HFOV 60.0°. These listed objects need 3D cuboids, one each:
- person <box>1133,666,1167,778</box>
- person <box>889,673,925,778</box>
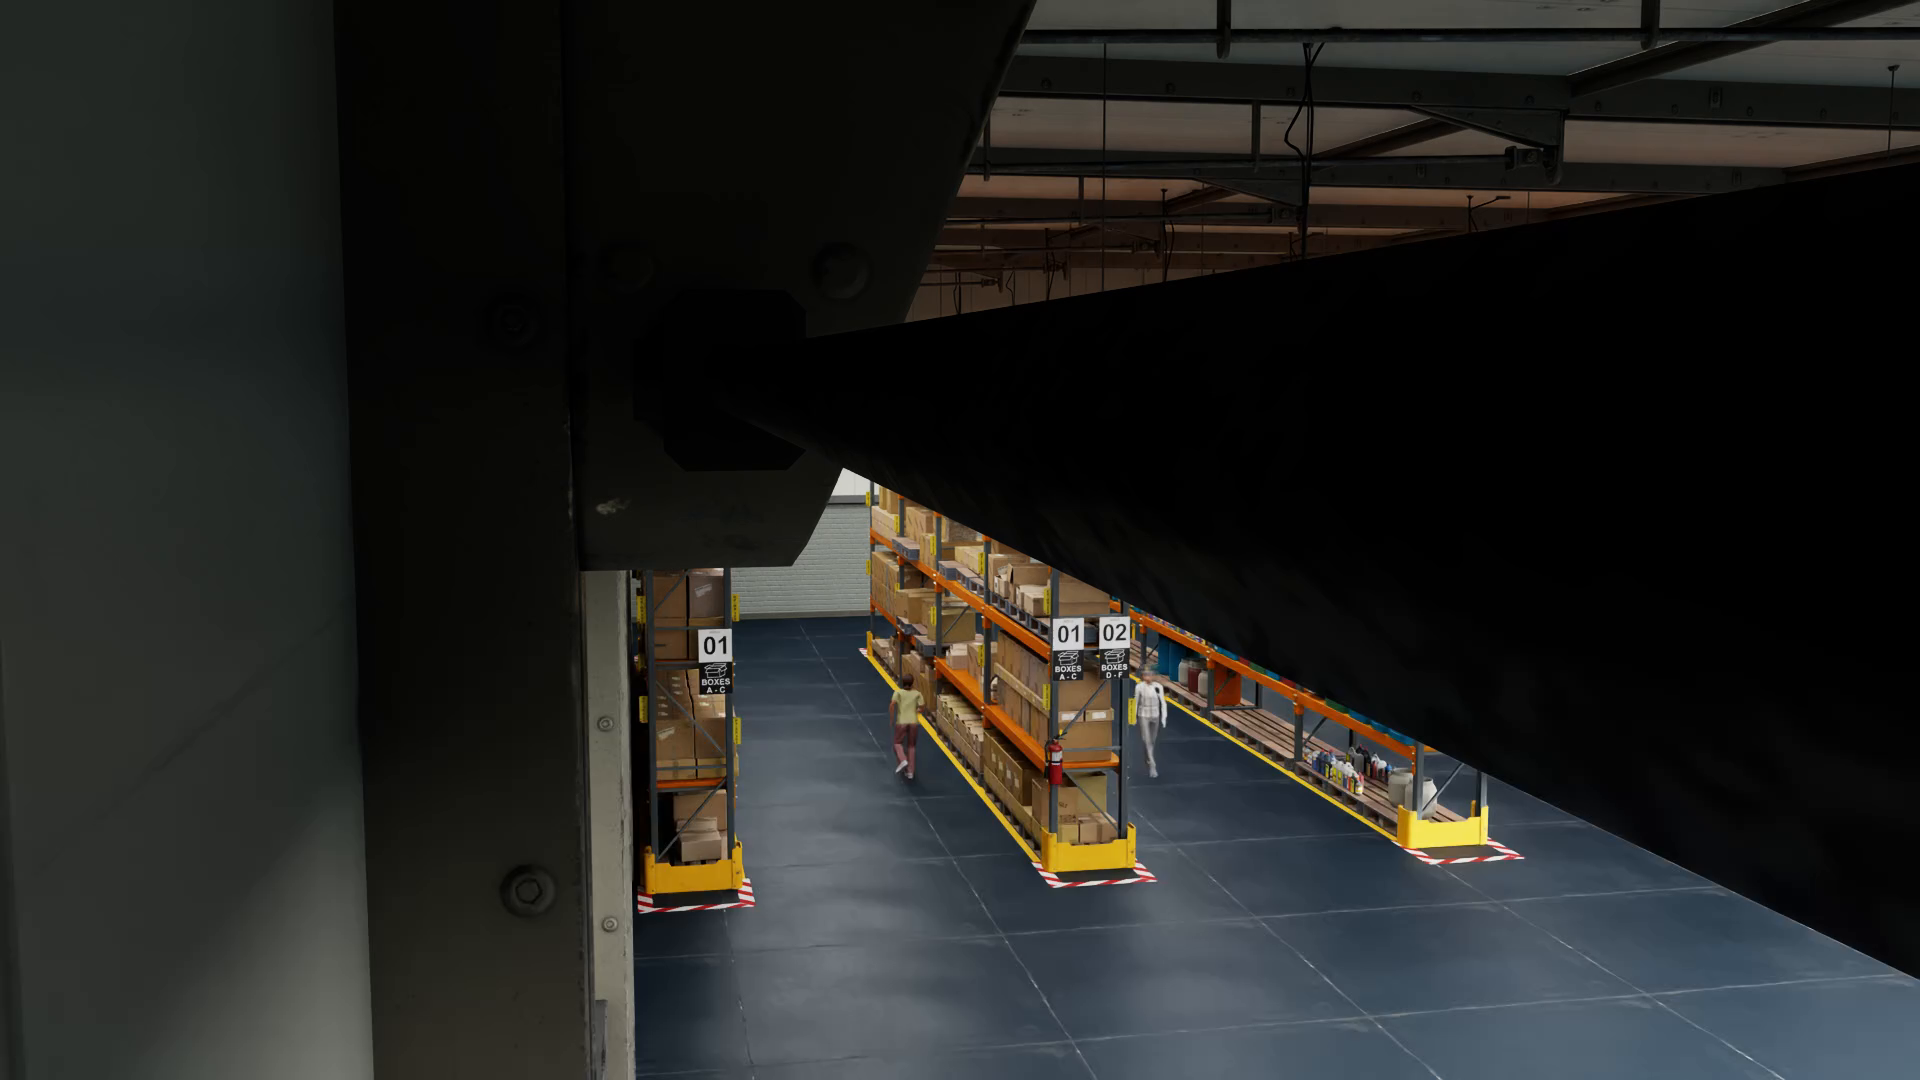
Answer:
[{"bbox_3d":[2.978,2.797,25.968,0.518,1.661,0.839,-1,6,-9],"label":"person"},{"bbox_3d":[-0.820,2.865,25.818,0.577,1.571,0.714,-1,6,-9],"label":"person"}]
